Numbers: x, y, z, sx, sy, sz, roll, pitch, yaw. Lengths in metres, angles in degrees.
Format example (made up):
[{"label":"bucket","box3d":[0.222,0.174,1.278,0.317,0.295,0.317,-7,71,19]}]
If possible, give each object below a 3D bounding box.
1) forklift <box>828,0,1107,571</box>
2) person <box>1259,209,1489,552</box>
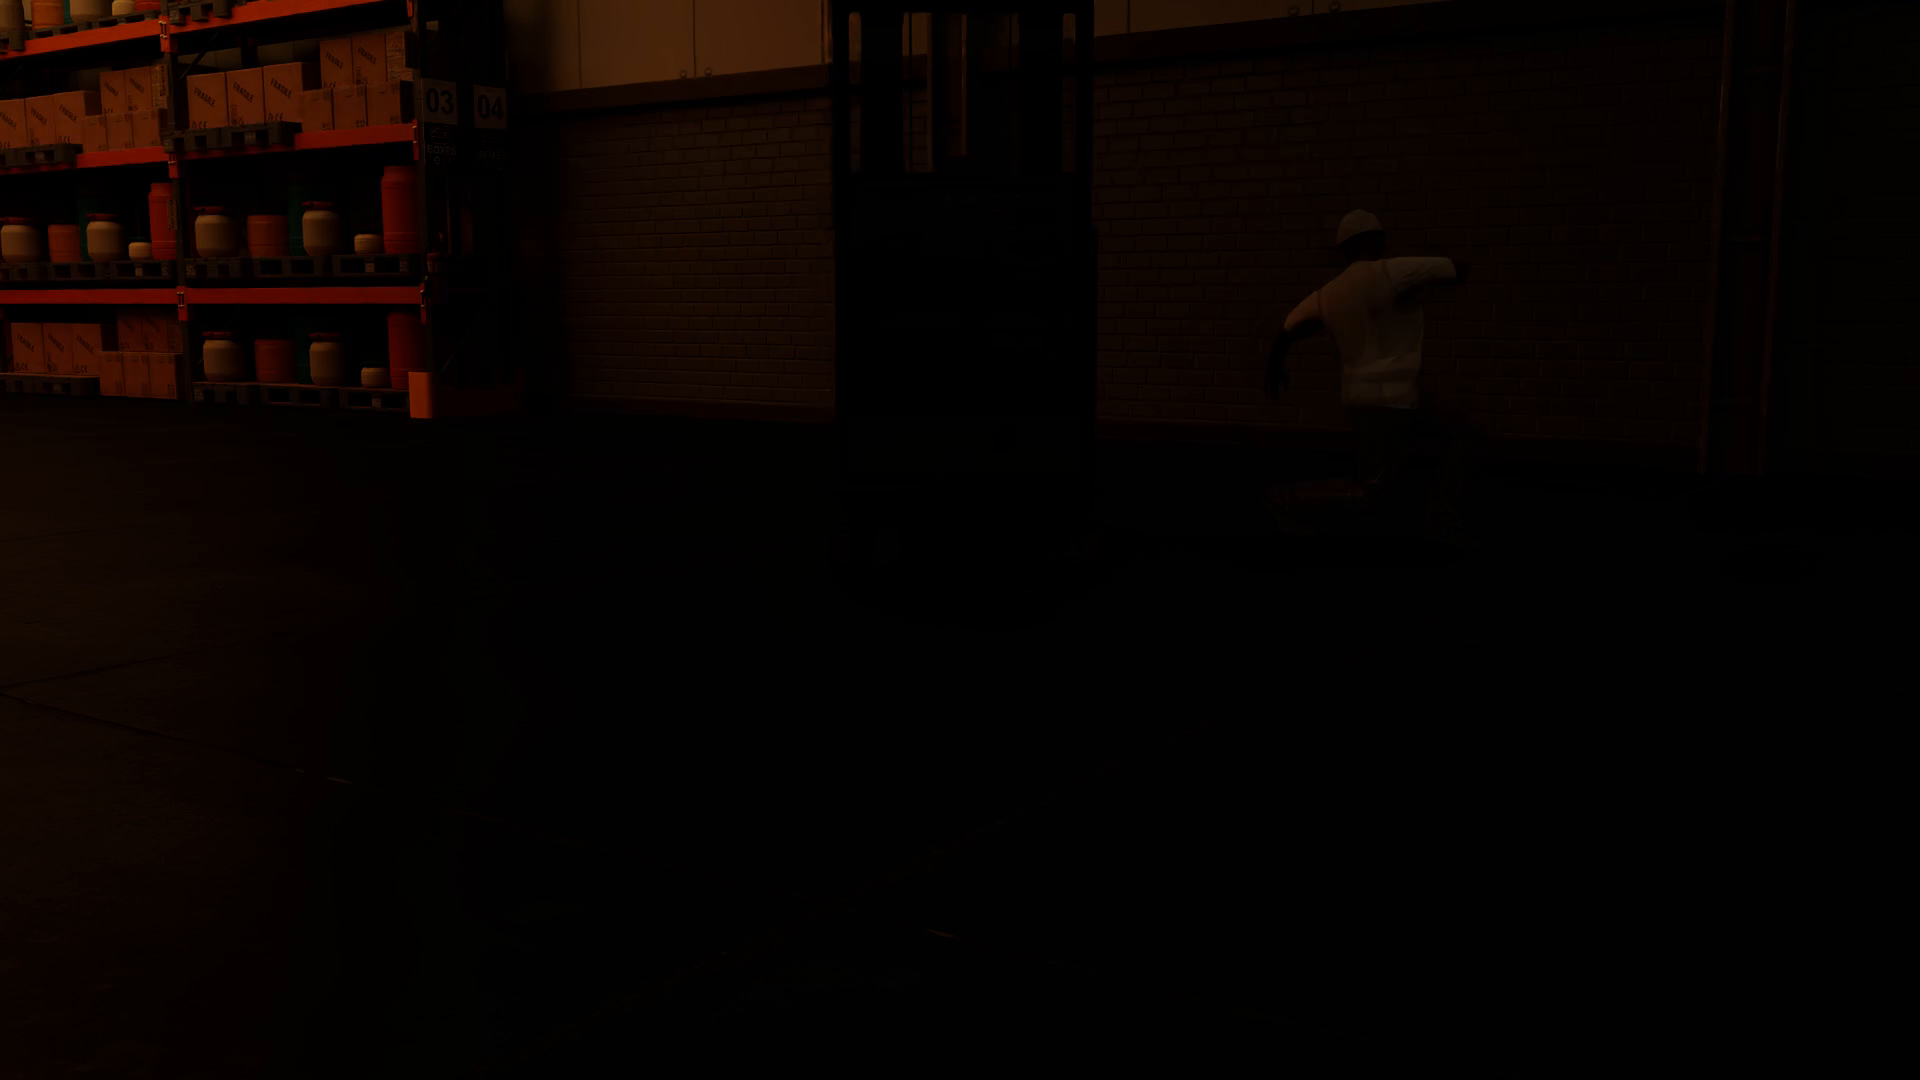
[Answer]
[{"label":"forklift","box3d":[0.018,-1.365,6.793,1.130,2.935,3.031,0,8,-1]},{"label":"person","box3d":[1.832,-0.709,7.425,0.973,1.502,0.839,1,8,4]}]
